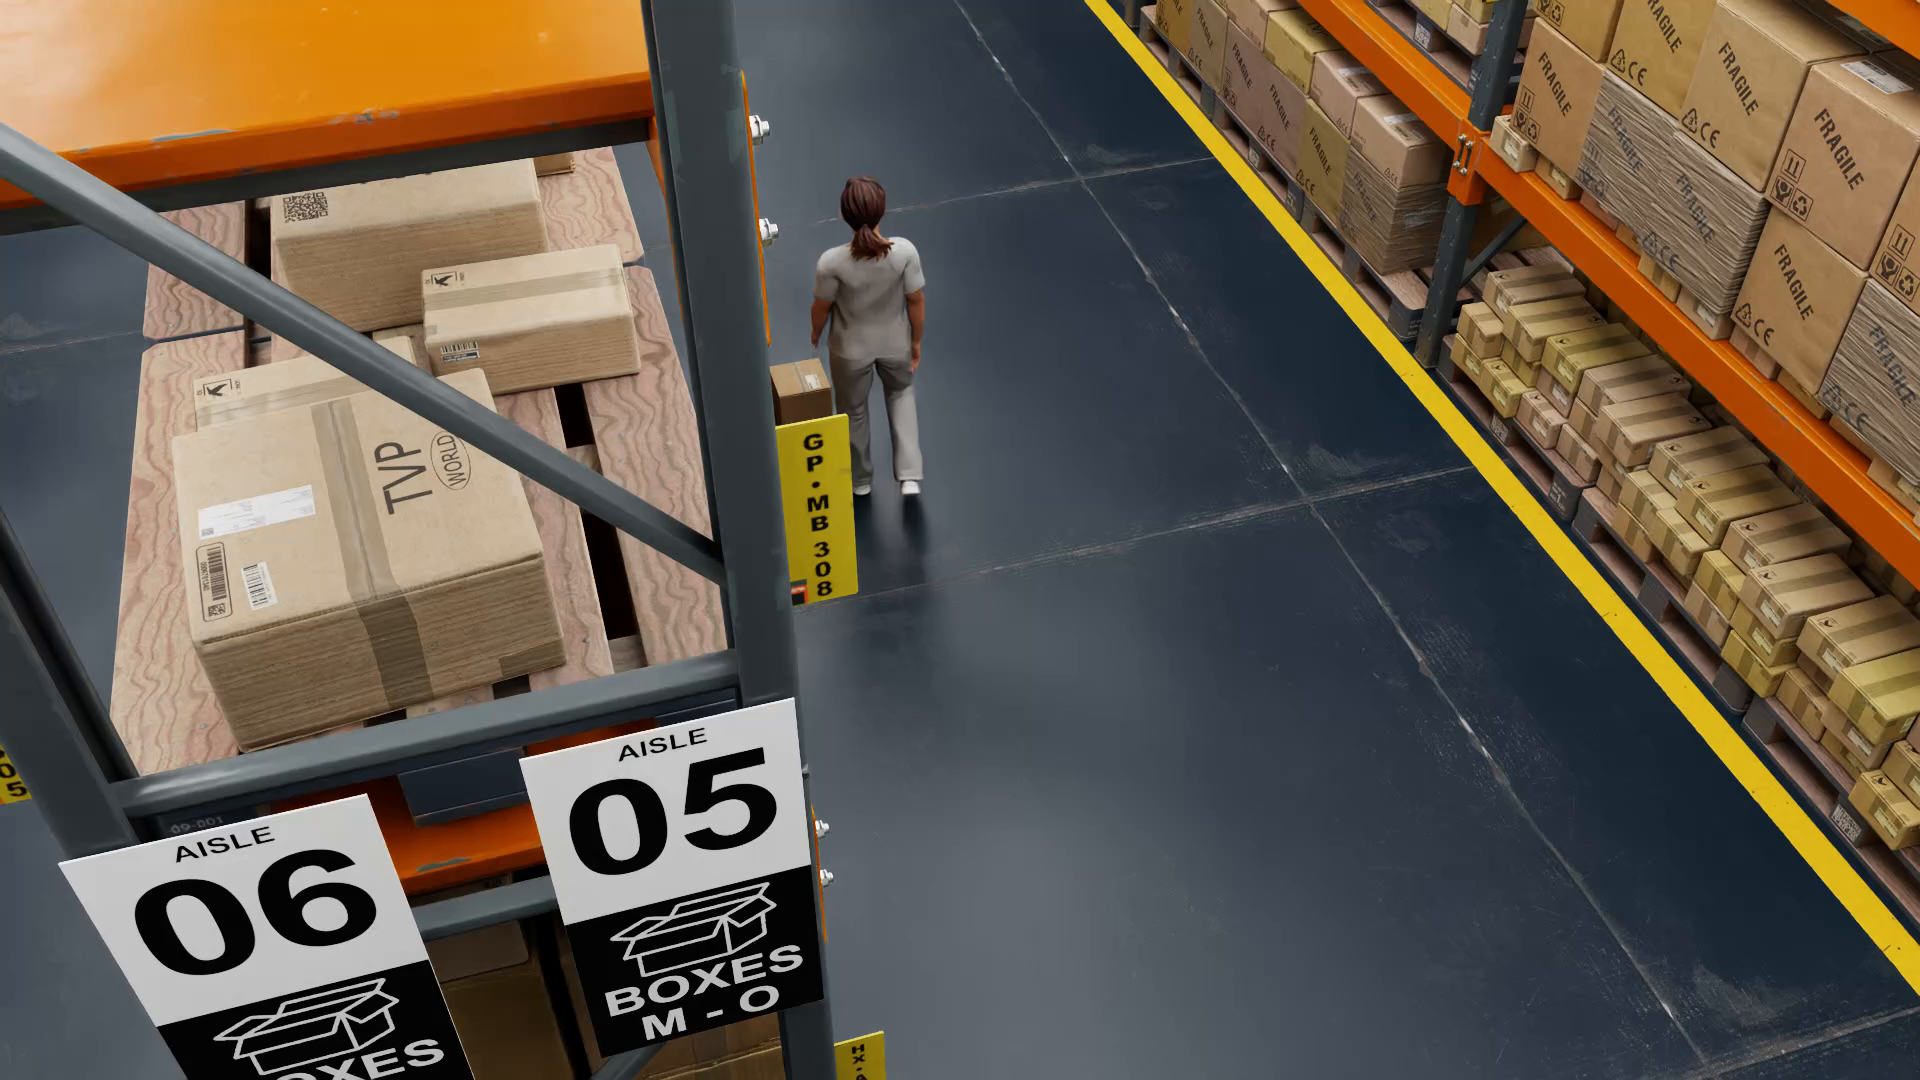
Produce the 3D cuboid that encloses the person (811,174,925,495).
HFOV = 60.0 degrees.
[{"bbox_3d":[-0.398,-0.842,7.068,0.464,1.677,0.541,-11,43,-12],"label":"person"}]
